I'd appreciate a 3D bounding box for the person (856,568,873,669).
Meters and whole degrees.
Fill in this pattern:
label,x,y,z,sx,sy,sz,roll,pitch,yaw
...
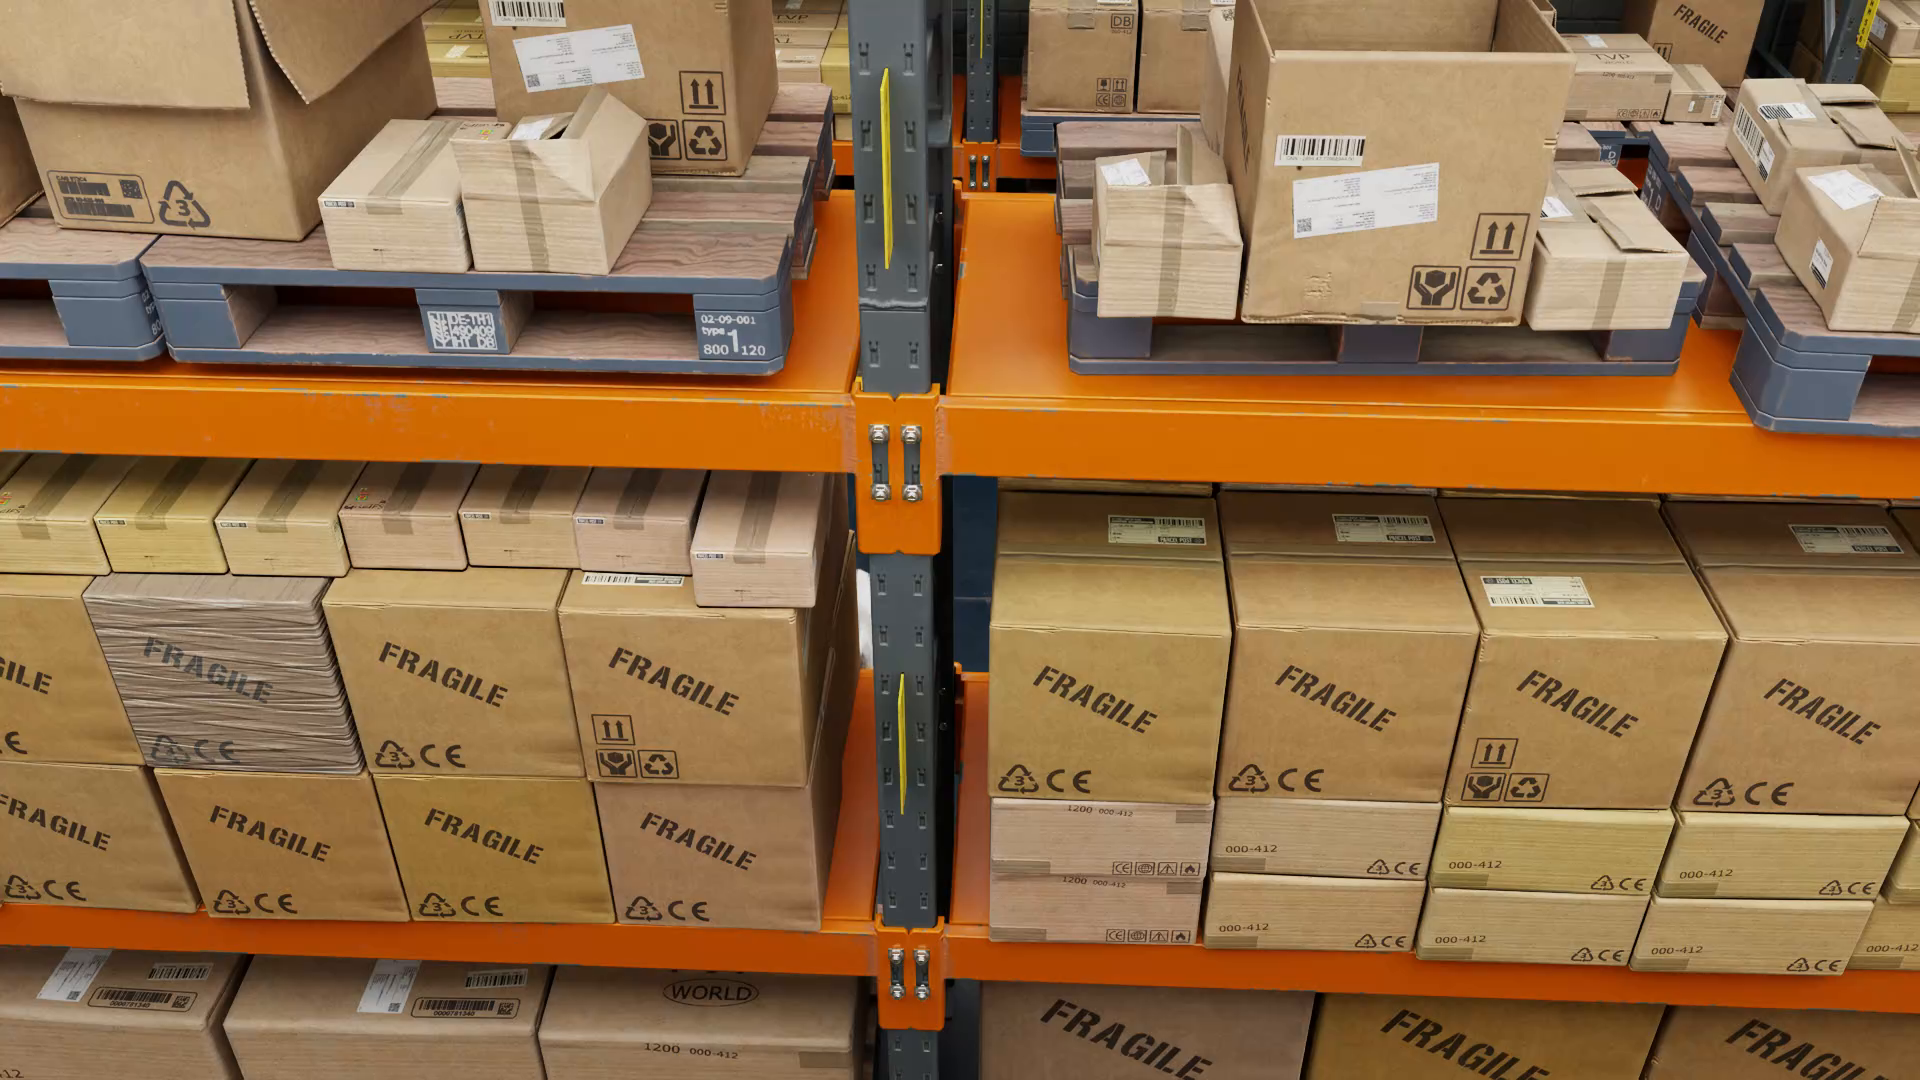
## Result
label,x,y,z,sx,sy,sz,roll,pitch,yaw
person,-0.630,0.421,6.208,0.924,1.000,0.507,0,35,0
